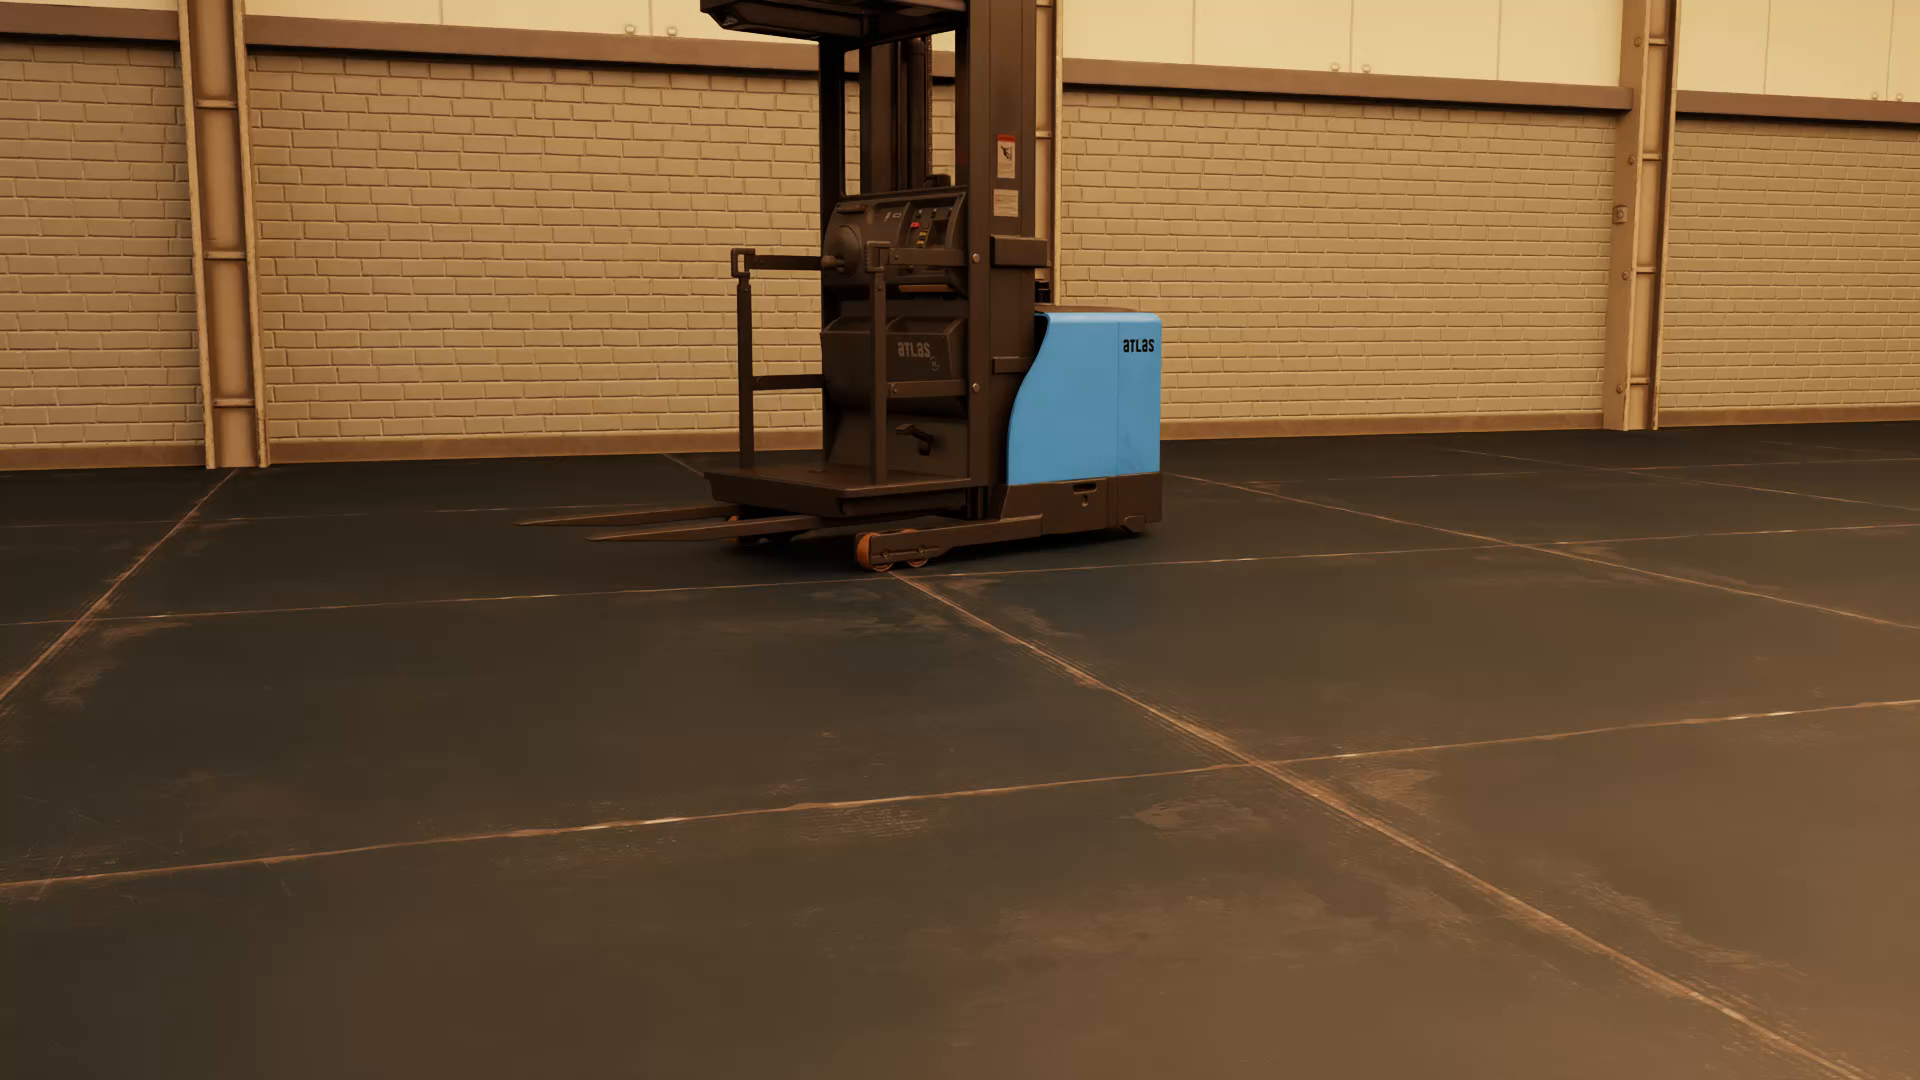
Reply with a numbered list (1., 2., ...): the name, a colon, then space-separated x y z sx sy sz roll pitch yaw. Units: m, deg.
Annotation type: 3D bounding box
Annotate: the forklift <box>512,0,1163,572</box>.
1. forklift: -0.461 -1.399 7.333 3.031 2.935 1.130 -7 10 -40
